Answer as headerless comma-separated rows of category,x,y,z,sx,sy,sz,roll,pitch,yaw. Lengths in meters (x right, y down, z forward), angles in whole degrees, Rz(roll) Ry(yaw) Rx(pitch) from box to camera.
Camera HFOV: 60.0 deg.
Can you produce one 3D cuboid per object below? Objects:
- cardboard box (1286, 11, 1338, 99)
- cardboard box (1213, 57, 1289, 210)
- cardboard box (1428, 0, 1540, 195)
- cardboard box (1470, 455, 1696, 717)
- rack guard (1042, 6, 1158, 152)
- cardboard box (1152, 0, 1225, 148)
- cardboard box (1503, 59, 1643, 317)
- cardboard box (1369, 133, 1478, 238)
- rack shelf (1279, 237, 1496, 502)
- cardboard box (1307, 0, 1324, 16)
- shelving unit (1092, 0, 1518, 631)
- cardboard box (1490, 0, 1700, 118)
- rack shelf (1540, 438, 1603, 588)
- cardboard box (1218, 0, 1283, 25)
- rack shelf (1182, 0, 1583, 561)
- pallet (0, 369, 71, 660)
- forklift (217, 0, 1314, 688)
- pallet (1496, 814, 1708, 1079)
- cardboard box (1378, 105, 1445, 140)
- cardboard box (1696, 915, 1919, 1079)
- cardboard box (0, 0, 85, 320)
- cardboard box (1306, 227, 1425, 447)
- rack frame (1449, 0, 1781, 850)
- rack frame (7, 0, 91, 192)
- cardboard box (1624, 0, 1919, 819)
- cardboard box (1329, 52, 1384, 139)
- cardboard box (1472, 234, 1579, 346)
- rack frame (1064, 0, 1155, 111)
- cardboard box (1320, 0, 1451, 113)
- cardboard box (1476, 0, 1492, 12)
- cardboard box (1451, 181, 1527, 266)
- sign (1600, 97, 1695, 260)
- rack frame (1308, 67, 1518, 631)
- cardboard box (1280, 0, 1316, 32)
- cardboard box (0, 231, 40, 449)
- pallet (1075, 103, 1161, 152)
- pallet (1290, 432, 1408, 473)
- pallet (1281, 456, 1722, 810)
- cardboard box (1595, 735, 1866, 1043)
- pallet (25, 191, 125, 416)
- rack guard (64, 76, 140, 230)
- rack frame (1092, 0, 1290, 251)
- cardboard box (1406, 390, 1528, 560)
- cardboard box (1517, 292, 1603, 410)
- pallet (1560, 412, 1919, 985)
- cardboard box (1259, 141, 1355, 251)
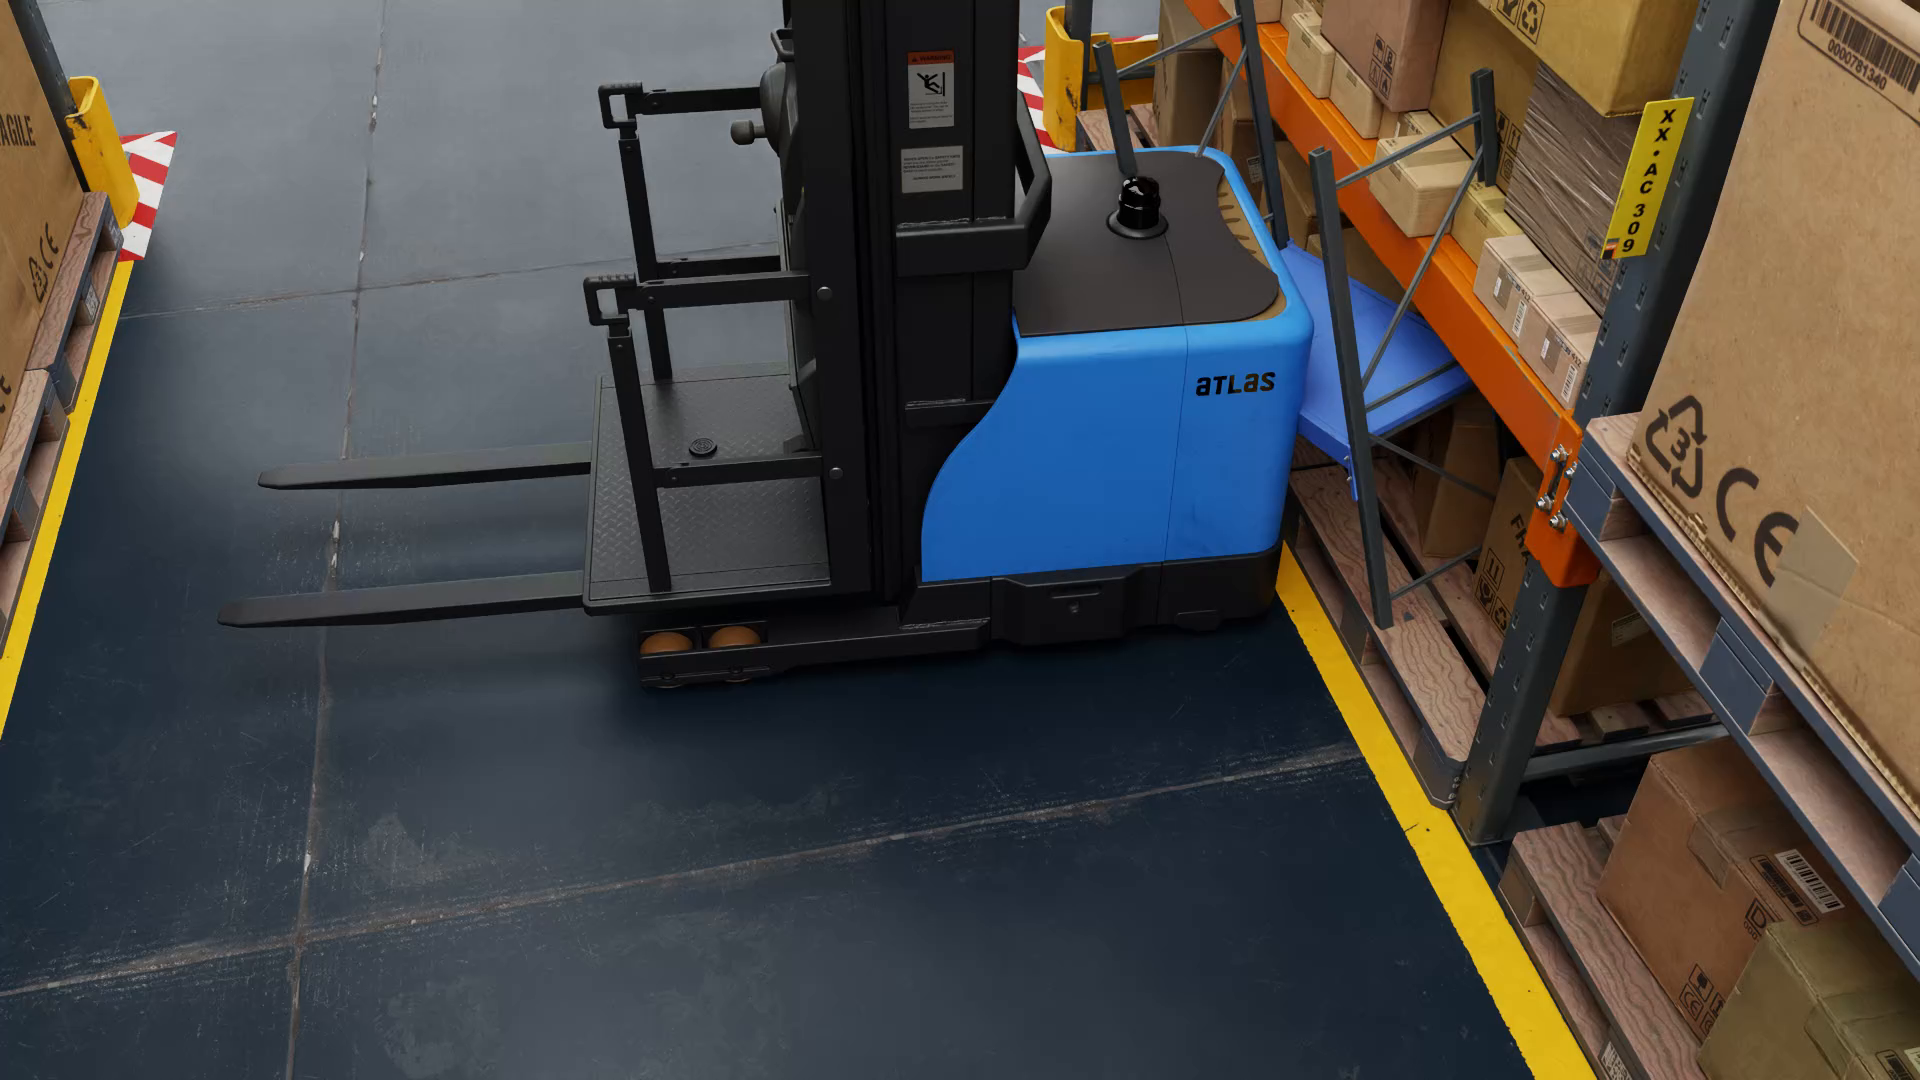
cardboard box,1.163,-1.404,4.761,0.380,0.149,0.250,-8,42,-9
cardboard box,1.223,-1.451,6.192,0.500,0.500,0.500,2,42,2
cardboard box,1.695,-1.204,4.048,0.875,0.500,0.500,-8,42,-9
cardboard box,1.758,0.087,4.459,0.500,0.500,0.500,-10,42,-11
rack guard,0.959,-2.035,7.166,1.175,0.500,0.348,-8,42,-9
cardboard box,1.061,-1.834,6.623,0.500,0.500,0.500,-1,42,-1
cardboard box,1.769,-0.875,3.677,0.875,0.500,0.500,-8,42,-9
cardboard box,1.269,-0.909,4.204,0.380,0.149,0.250,-8,42,-9
rack shelf,1.037,-0.520,4.778,0.538,0.185,1.000,-27,38,-12
cardboard box,1.421,-1.844,4.768,0.875,0.500,0.500,-8,42,-9
shelving unit,0.991,-0.657,4.670,0.538,1.500,1.048,-27,38,-12
cardboard box,1.440,-1.201,3.291,0.500,0.500,0.500,-8,42,-9
rack shelf,2.237,1.139,2.249,1.077,0.370,4.000,-8,42,-9
cardboard box,1.000,-1.720,5.117,0.380,0.149,0.250,-8,42,-9
rack shelf,1.374,-1.453,5.170,1.077,0.370,4.000,-8,42,-9
pallet,-3.414,-0.034,5.130,1.003,0.211,1.213,-8,42,-9
forklift,-0.620,-1.044,4.218,3.031,2.935,1.130,-5,42,-5
pallet,1.975,1.121,3.828,1.003,0.211,1.213,-8,42,-9
cardboard box,1.344,-1.090,4.408,0.380,0.149,0.250,-8,42,-9
cardboard box,2.002,1.057,3.351,0.700,0.500,0.500,-9,42,-10
cardboard box,-3.712,-1.306,5.746,0.875,0.875,0.875,-8,42,-9
cardboard box,1.417,-0.675,5.317,0.500,0.500,0.500,-12,43,-13
rack frame,1.806,-0.426,3.470,1.000,3.000,0.127,-8,42,-9
rack frame,-3.923,-2.374,5.664,1.000,3.000,0.127,-8,42,-9
cardboard box,1.840,-0.272,2.529,1.000,1.000,1.000,-8,42,-9
cardboard box,1.251,-1.247,4.584,0.380,0.149,0.250,-8,42,-9
cardboard box,1.427,-0.593,3.847,0.380,0.149,0.250,-8,42,-9
rack frame,0.942,-3.019,6.391,1.000,3.000,0.127,-8,42,-9
cardboard box,1.489,-1.514,4.397,0.875,0.500,0.500,-8,42,-9
cardboard box,1.331,-1.525,3.656,0.500,0.500,0.500,-8,42,-9
cardboard box,1.432,-0.763,4.040,0.380,0.149,0.250,-8,42,-9
sign,1.277,-0.667,3.090,0.100,0.325,0.005,-8,42,-9
rack frame,1.206,-0.417,4.276,0.500,1.500,0.032,-27,38,-12
cardboard box,1.184,-1.577,4.956,0.380,0.149,0.250,-8,42,-9
cardboard box,-3.520,-0.736,5.104,0.875,0.875,0.875,-9,42,-10
pallet,1.099,-1.395,6.663,1.003,0.211,1.213,-8,42,-9
pallet,1.359,-0.606,5.773,1.003,0.211,1.213,-8,42,-9
pallet,1.626,0.187,4.881,1.003,0.211,1.213,-8,42,-9
cardboard box,1.917,0.745,3.702,0.700,0.500,0.500,-11,43,-13
pallet,-3.674,-0.824,6.019,1.003,0.211,1.213,-8,42,-9
rack guard,-3.928,-1.454,6.512,1.175,0.500,0.348,-8,42,-9
rack frame,0.777,-0.896,5.064,0.500,1.500,0.032,-27,38,-12
cardboard box,1.627,-0.283,4.876,0.500,0.500,0.500,4,42,4
cardboard box,1.472,-0.429,3.663,0.380,0.149,0.250,-8,42,-9
pallet,1.829,0.162,2.952,1.003,0.211,1.213,-8,42,-9
cardboard box,1.340,-1.043,5.732,0.500,0.500,0.500,-5,42,-5
